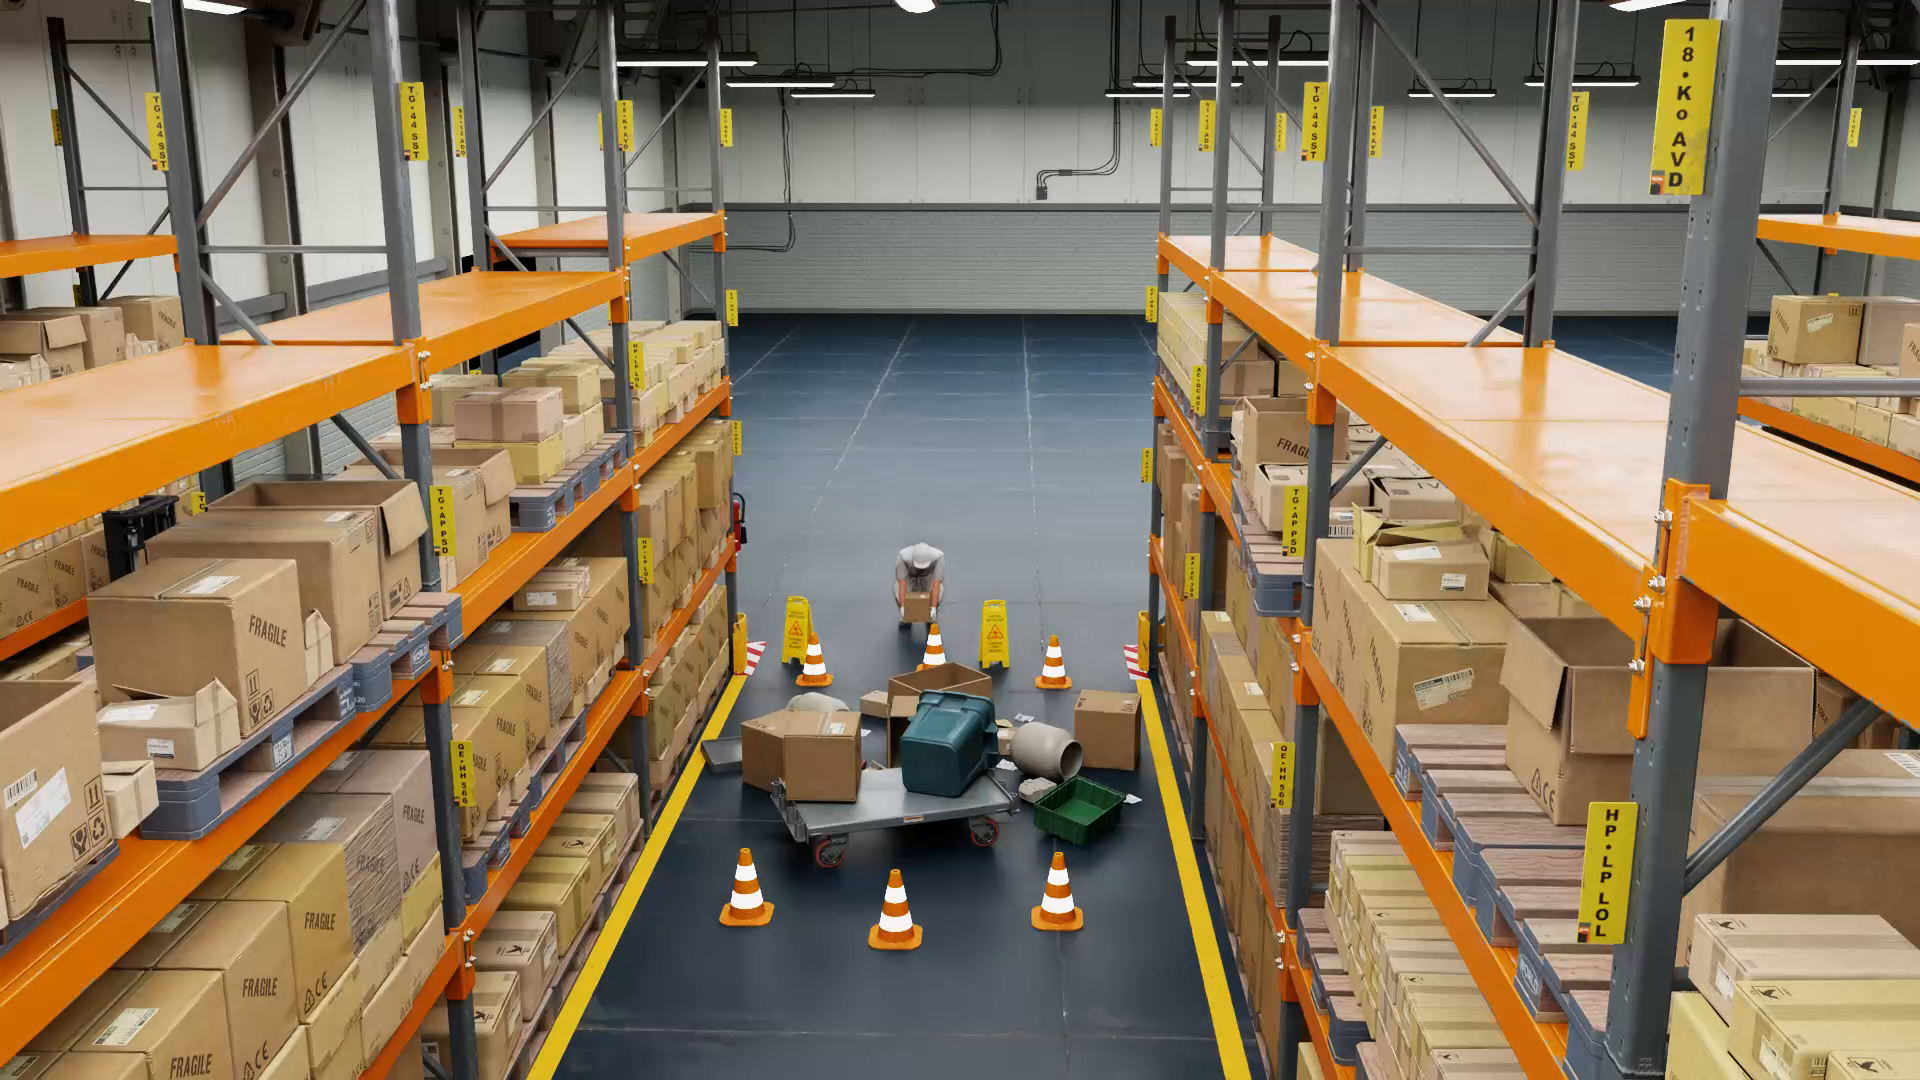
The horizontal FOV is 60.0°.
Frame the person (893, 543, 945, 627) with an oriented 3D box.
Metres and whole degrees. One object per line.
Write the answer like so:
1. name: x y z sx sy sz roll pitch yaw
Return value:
1. person: -0.423 0.437 17.180 0.541 0.993 0.907 0 14 0
